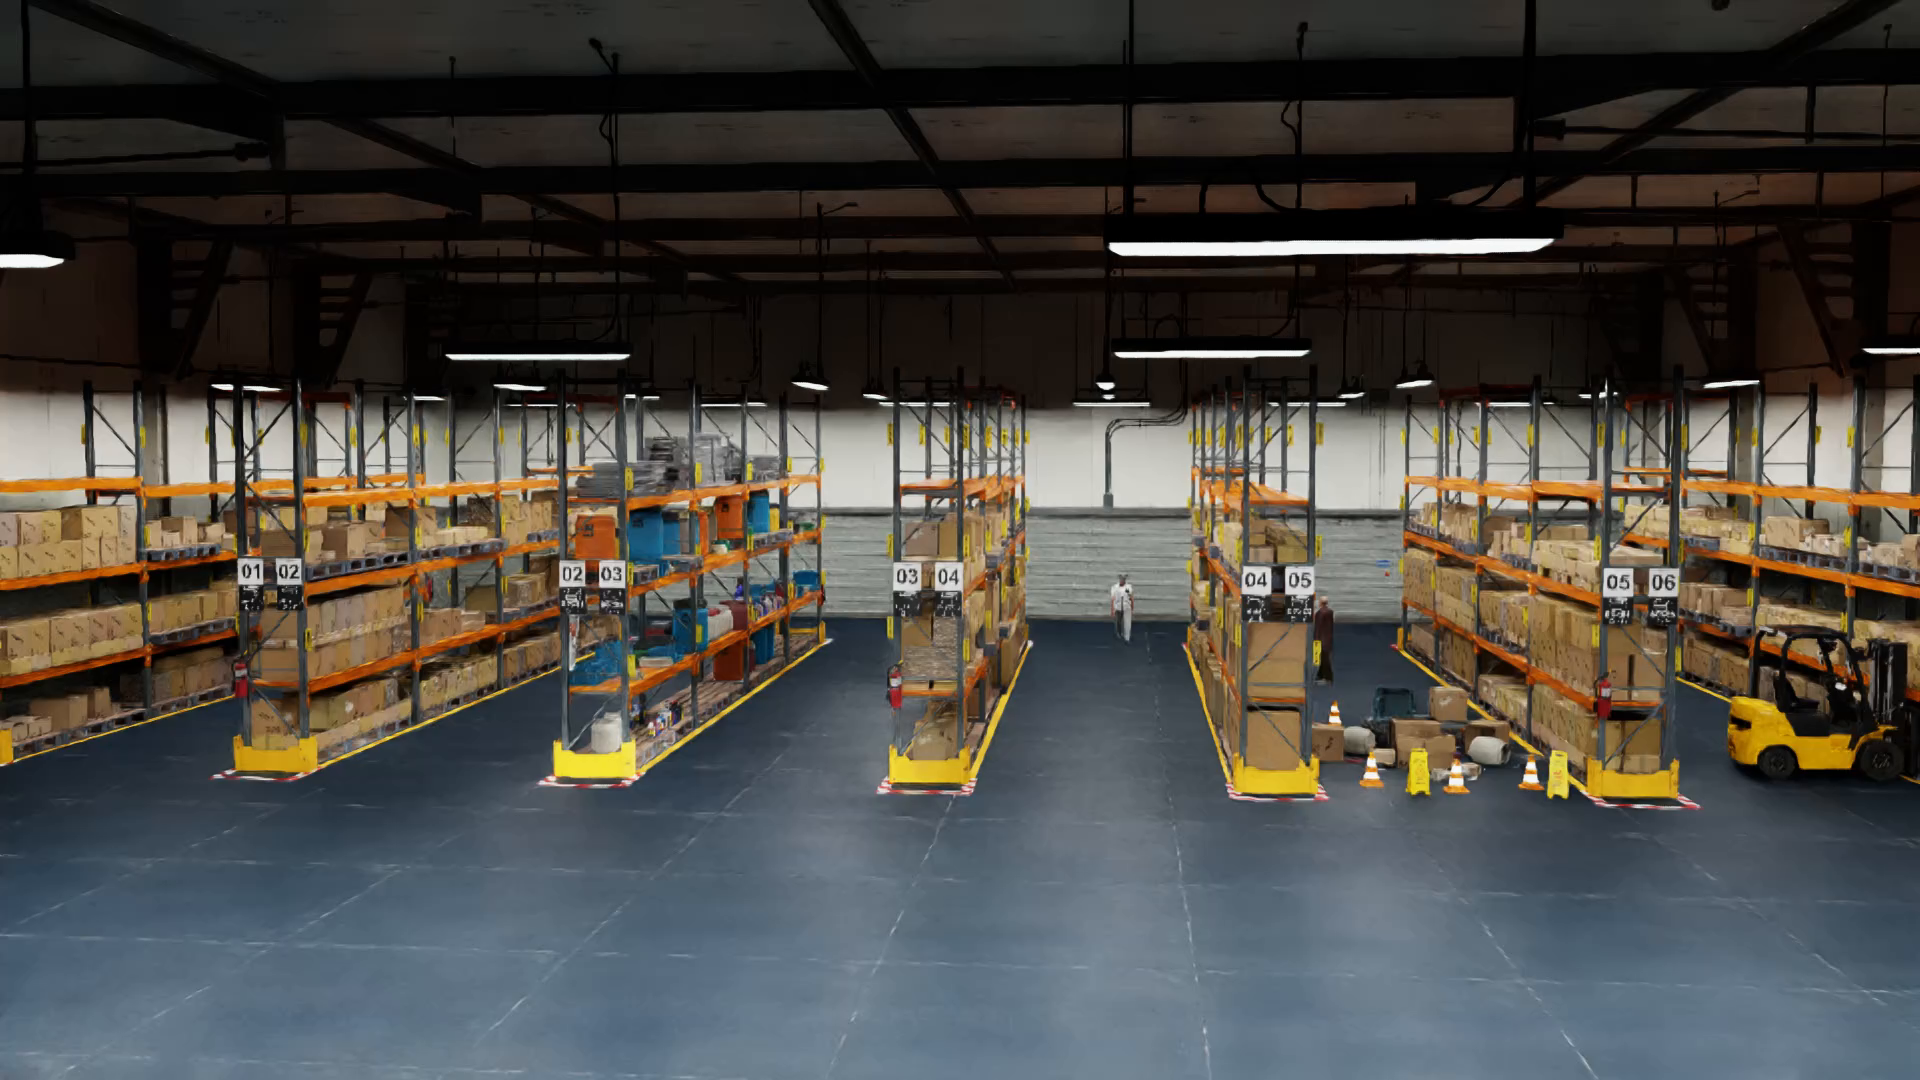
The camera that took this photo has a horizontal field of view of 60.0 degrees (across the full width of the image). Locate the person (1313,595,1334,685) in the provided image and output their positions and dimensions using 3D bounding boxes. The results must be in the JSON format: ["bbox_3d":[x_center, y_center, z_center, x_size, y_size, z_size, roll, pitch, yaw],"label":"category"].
[{"bbox_3d":[7.321,2.005,33.658,0.636,1.775,0.677,3,4,36],"label":"person"}]

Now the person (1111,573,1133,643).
[{"bbox_3d":[3.936,1.637,40.476,0.542,1.669,1.126,0,4,8],"label":"person"}]

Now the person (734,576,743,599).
[{"bbox_3d":[-5.254,1.691,39.869,0.477,1.653,0.642,1,4,17],"label":"person"}]

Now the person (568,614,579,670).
[{"bbox_3d":[-7.850,1.991,33.889,0.496,1.789,0.619,-2,4,-29],"label":"person"}]
